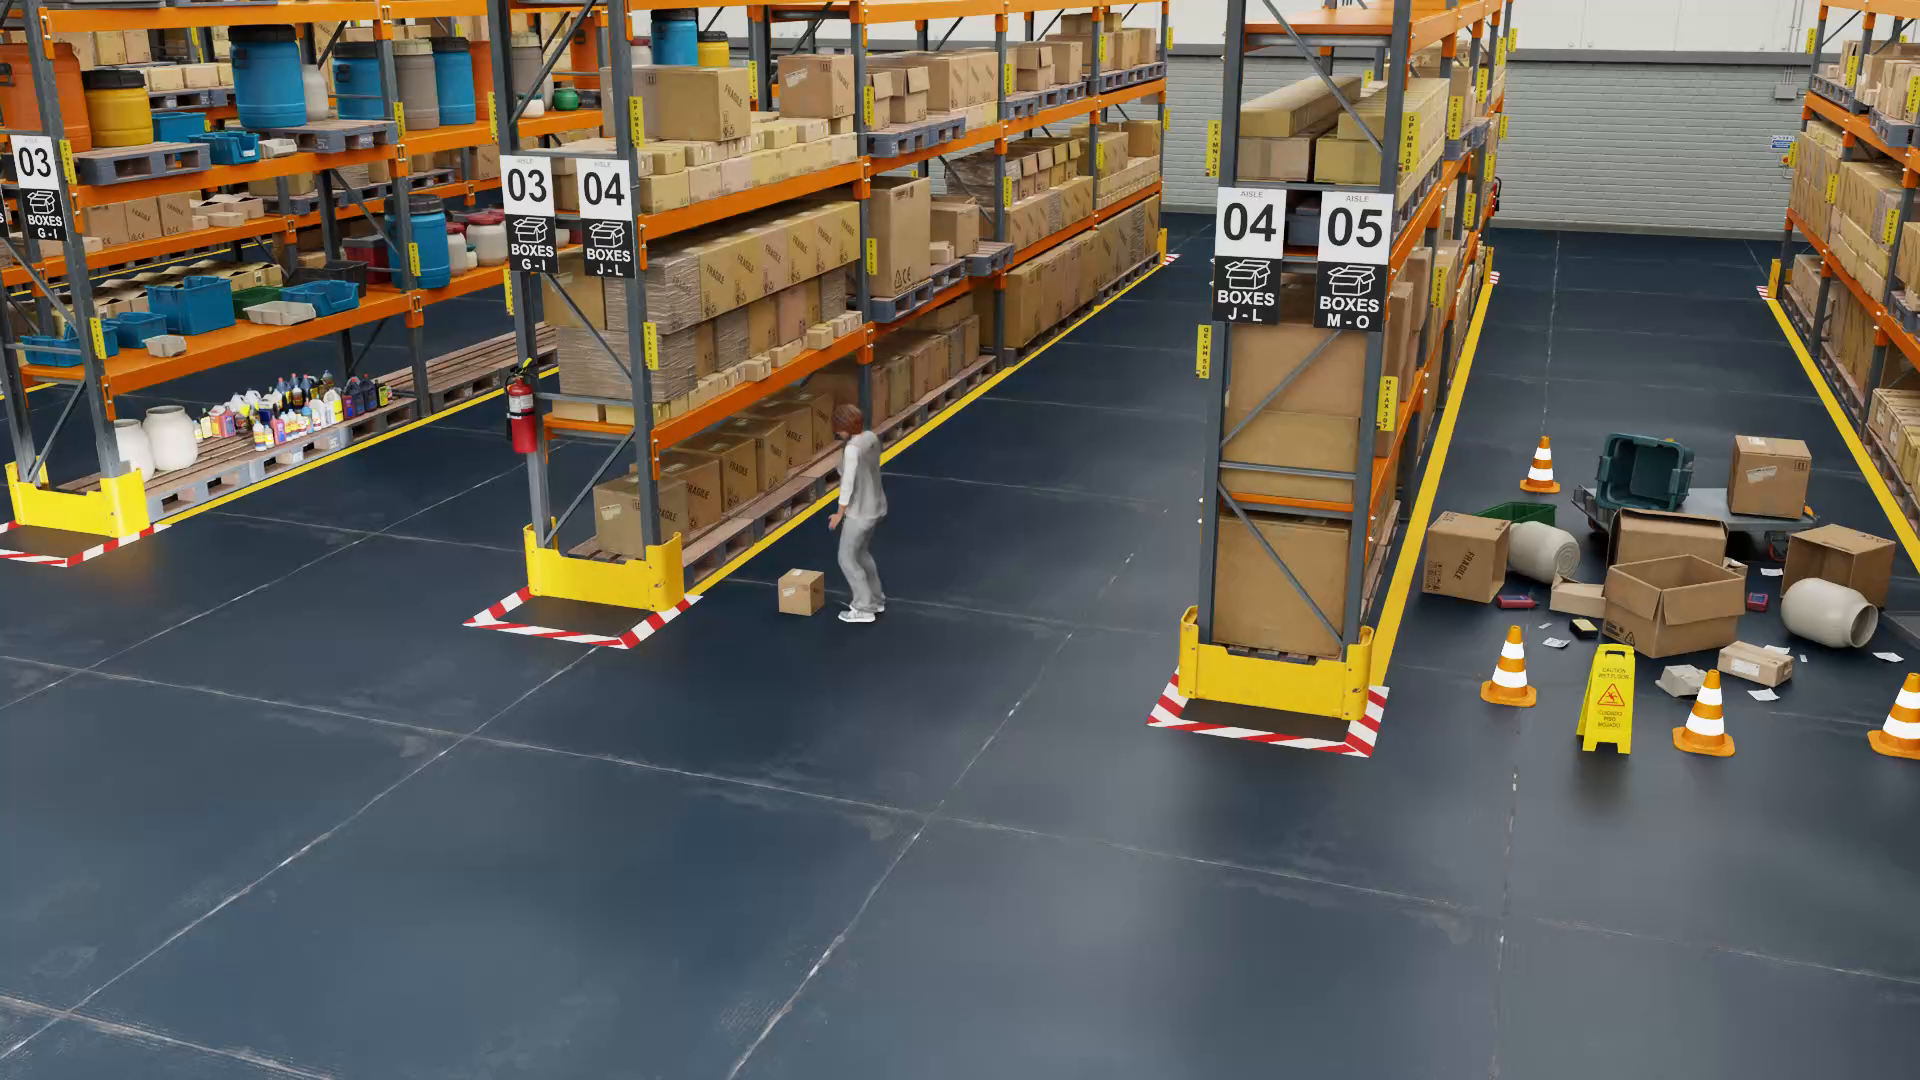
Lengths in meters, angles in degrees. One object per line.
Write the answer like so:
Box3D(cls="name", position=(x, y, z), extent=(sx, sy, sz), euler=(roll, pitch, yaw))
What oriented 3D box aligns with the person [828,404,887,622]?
Box3D(cls="person", position=(-0.712, -0.174, 11.673), extent=(0.368, 1.549, 0.423), euler=(7, 20, 19))
